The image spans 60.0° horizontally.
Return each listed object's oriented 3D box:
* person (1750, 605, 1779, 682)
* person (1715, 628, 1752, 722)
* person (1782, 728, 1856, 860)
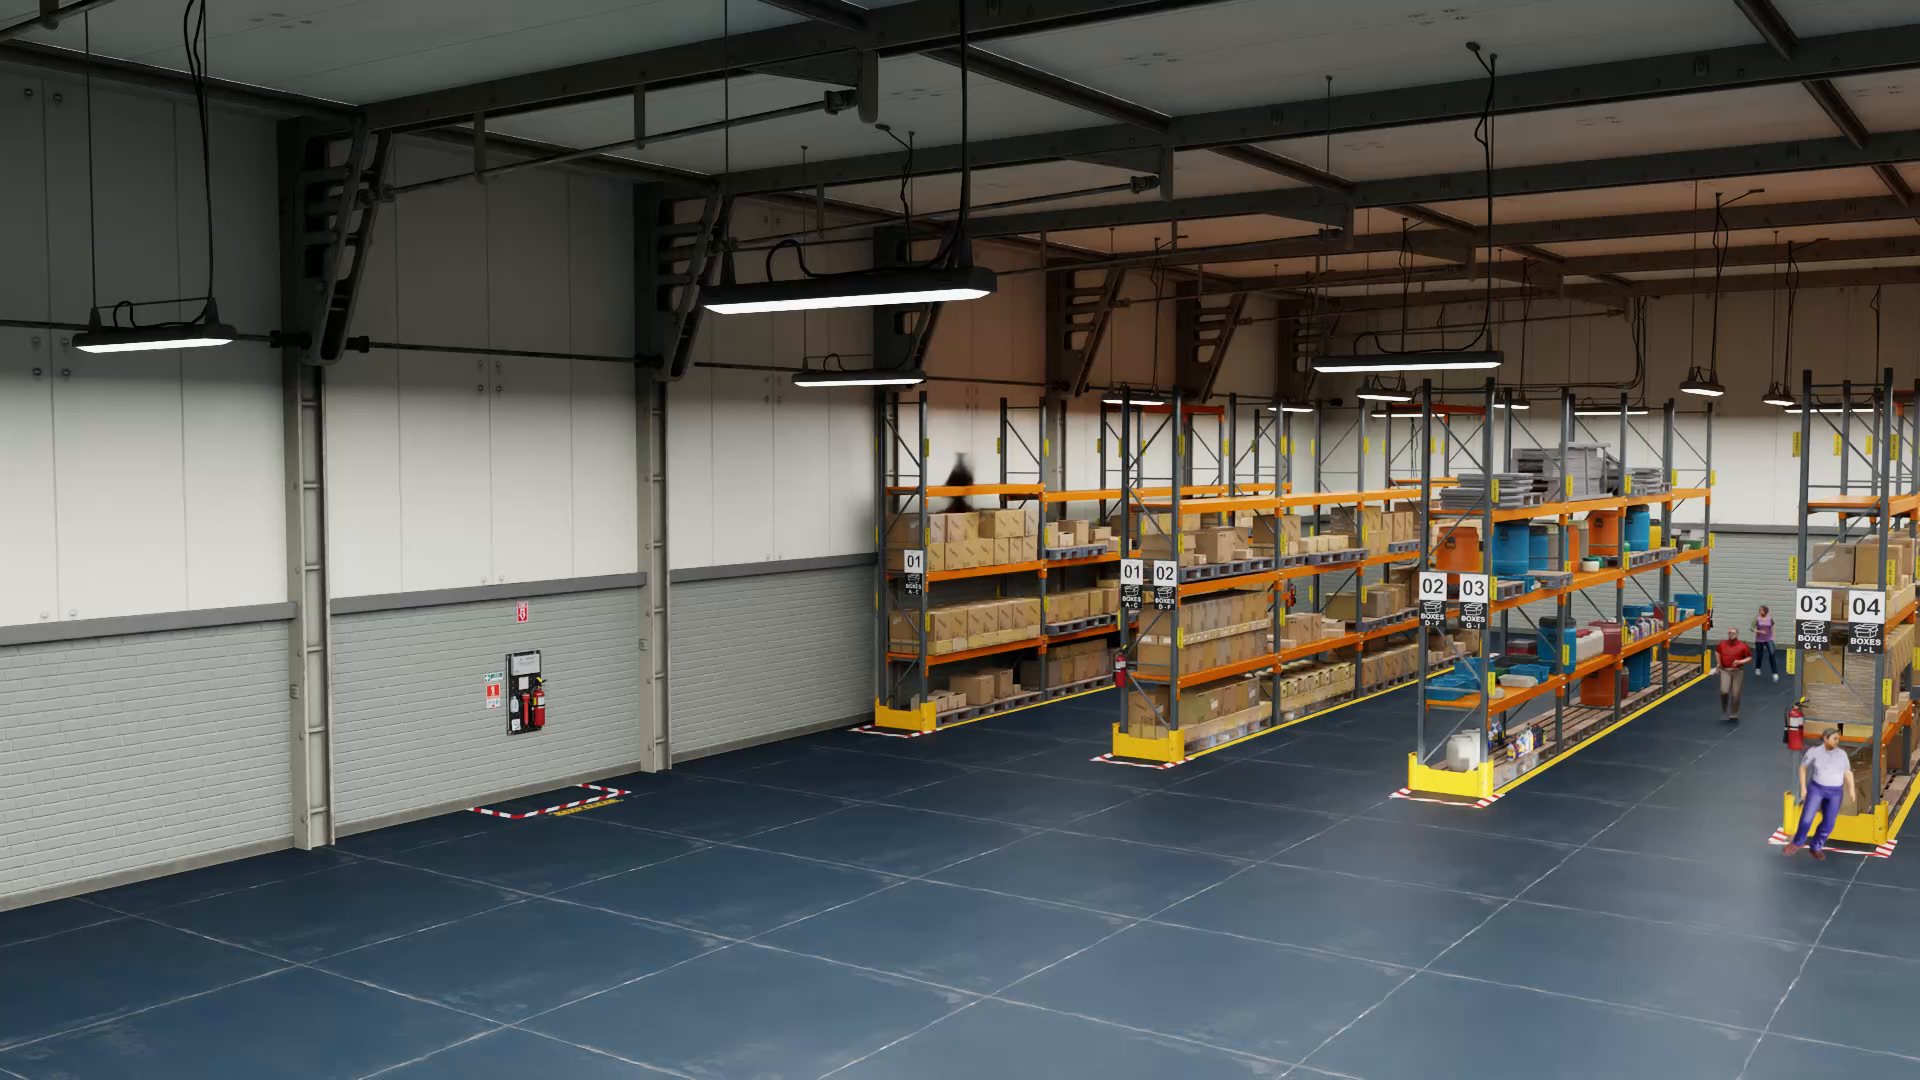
[{"bbox_3d":[17.396,2.206,35.998,0.553,1.602,0.863,1,3,17],"label":"person"},{"bbox_3d":[14.097,2.466,30.346,0.632,1.729,0.700,2,4,29],"label":"person"},{"bbox_3d":[10.410,3.085,20.137,0.737,1.639,0.588,0,3,5],"label":"person"}]
